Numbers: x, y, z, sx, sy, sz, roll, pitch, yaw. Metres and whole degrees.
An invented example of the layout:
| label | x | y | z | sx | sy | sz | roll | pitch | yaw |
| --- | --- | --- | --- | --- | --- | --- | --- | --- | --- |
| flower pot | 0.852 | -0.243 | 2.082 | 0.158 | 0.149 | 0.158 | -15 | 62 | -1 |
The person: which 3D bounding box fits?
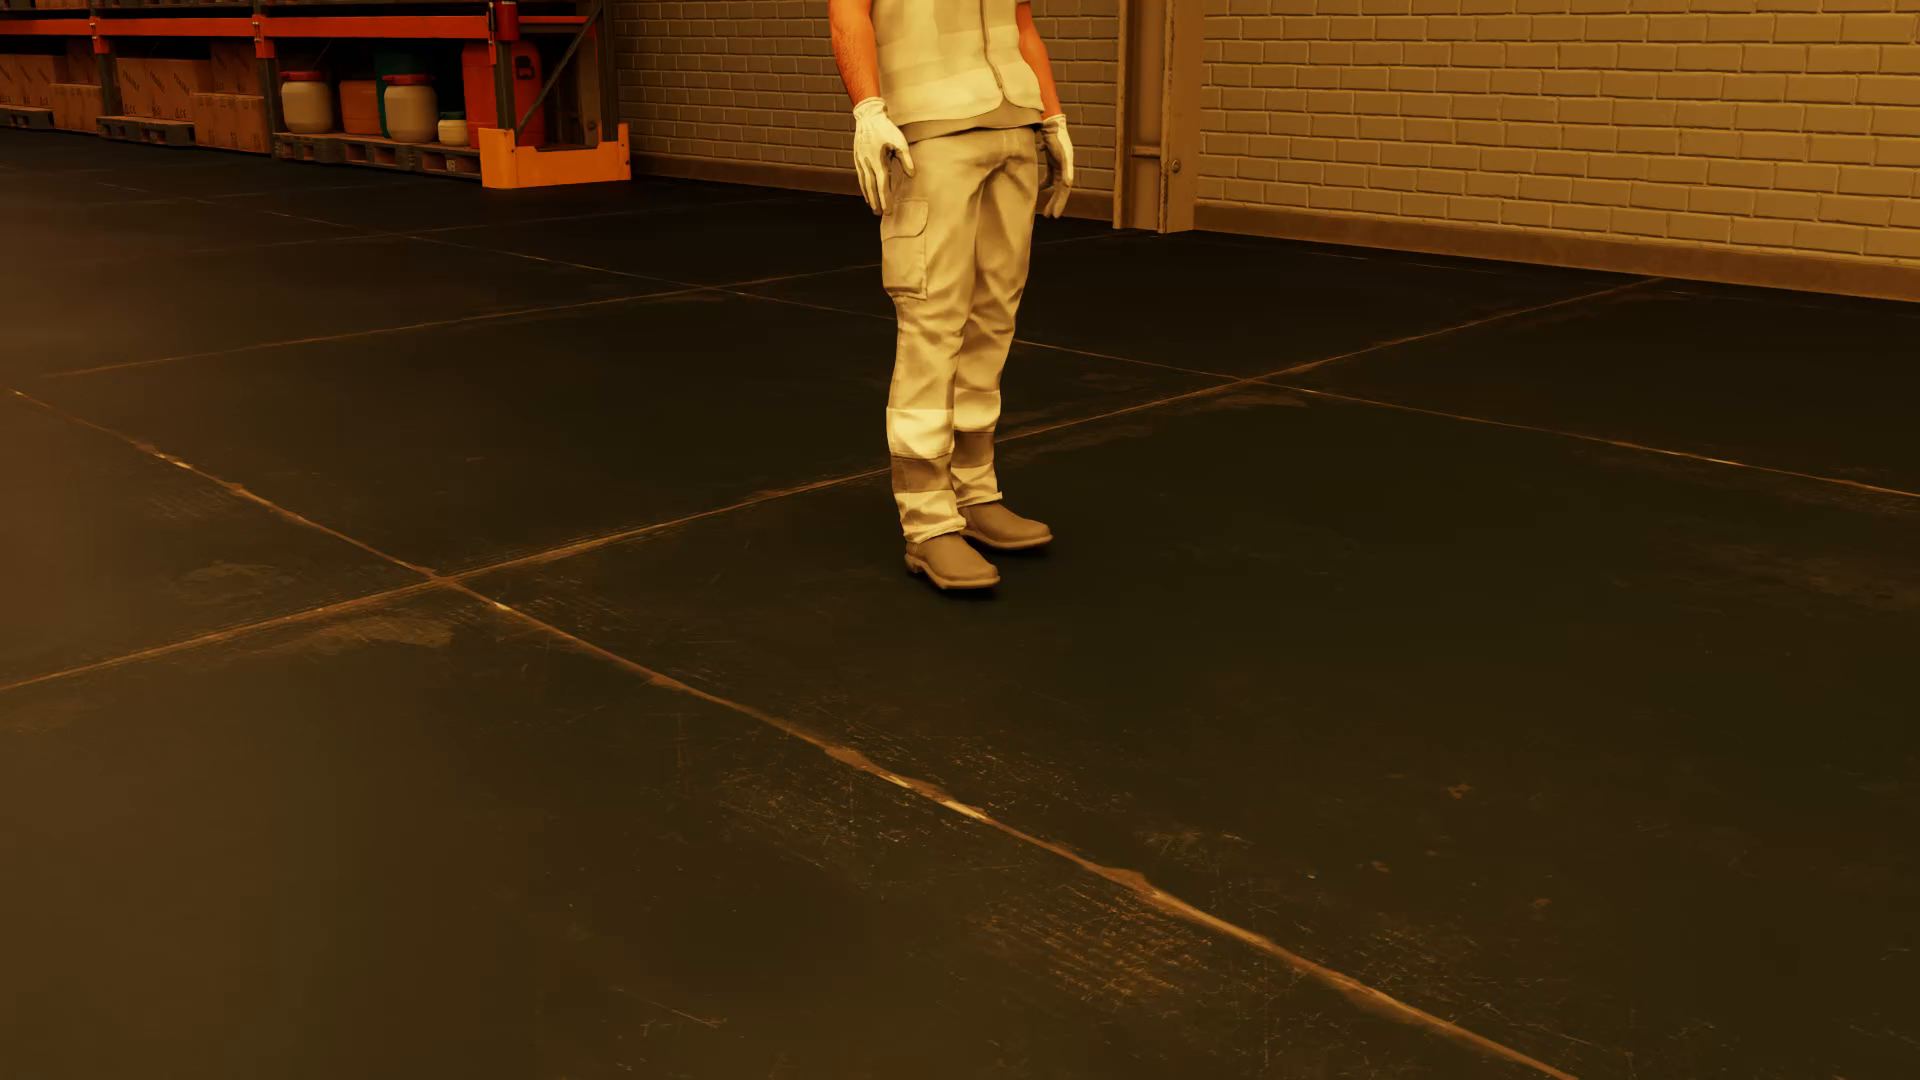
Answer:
| label | x | y | z | sx | sy | sz | roll | pitch | yaw |
| --- | --- | --- | --- | --- | --- | --- | --- | --- | --- |
| person | 0.048 | -0.843 | 3.567 | 0.564 | 1.787 | 0.637 | 16 | 23 | 42 |
